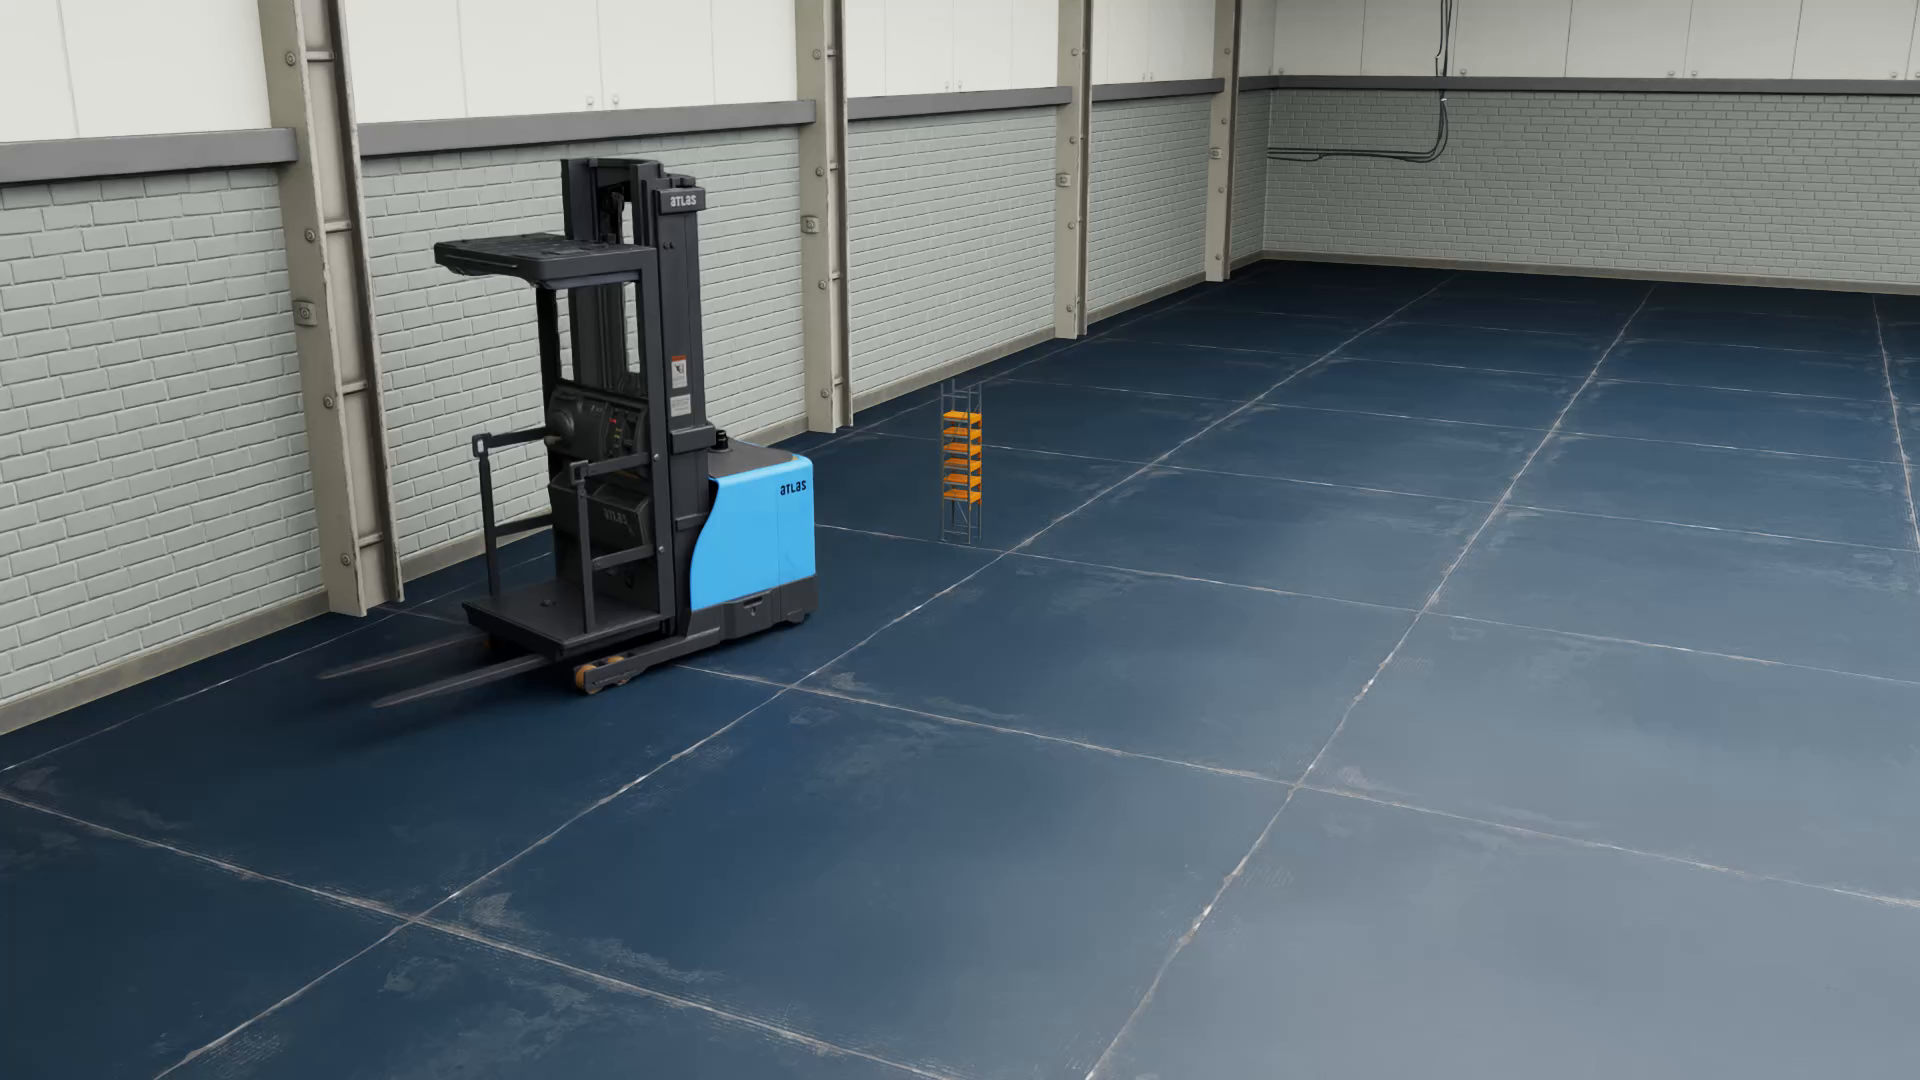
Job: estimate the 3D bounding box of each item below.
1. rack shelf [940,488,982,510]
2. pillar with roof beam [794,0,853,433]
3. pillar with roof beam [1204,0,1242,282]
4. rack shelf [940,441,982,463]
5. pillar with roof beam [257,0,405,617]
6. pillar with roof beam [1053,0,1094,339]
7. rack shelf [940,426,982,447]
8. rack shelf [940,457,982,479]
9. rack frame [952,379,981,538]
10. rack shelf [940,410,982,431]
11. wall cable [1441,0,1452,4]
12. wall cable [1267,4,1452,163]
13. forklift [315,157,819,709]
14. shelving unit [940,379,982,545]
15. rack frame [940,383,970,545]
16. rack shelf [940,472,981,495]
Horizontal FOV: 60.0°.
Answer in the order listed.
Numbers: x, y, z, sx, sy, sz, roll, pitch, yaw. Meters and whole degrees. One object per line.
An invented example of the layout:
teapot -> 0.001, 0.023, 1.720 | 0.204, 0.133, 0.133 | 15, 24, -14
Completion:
rack shelf -> 0.006, -0.306, 12.447 | 0.258, 0.103, 0.180 | 8, 18, 25
pillar with roof beam -> 2.580, -4.861, 13.087 | 9.100, 9.000, 0.400 | 8, 18, 25
pillar with roof beam -> 7.942, -7.918, 23.378 | 9.100, 9.000, 0.400 | 8, 18, 25
rack shelf -> 0.006, -0.651, 12.344 | 0.258, 0.103, 0.180 | 8, 18, 25
pillar with roof beam -> -0.101, -3.333, 7.942 | 9.100, 9.000, 0.400 | 8, 18, 25
pillar with roof beam -> 5.261, -6.390, 18.233 | 9.100, 9.000, 0.400 | 8, 18, 25
rack shelf -> 0.006, -0.766, 12.310 | 0.258, 0.103, 0.180 | 8, 18, 25
rack shelf -> 0.006, -0.536, 12.379 | 0.258, 0.103, 0.180 | 8, 18, 25
rack frame -> 0.047, -0.602, 12.444 | 0.240, 1.200, 0.006 | 8, 18, 25
rack shelf -> 0.006, -0.881, 12.276 | 0.258, 0.103, 0.180 | 8, 18, 25
wall cable -> 9.010, -9.636, 25.747 | 3.097, 2.526, 0.112 | 8, 18, 25
wall cable -> 6.590, -7.559, 27.624 | 3.097, 2.526, 0.112 | 8, 18, 25
forklift -> -2.293, -0.685, 9.683 | 1.130, 2.935, 3.031 | 15, 22, 41
shelving unit -> 0.006, -0.579, 12.366 | 0.258, 1.200, 0.189 | 8, 18, 25
rack frame -> -0.034, -0.556, 12.287 | 0.240, 1.200, 0.006 | 8, 18, 25
rack shelf -> 0.006, -0.421, 12.413 | 0.258, 0.103, 0.180 | 8, 18, 25
